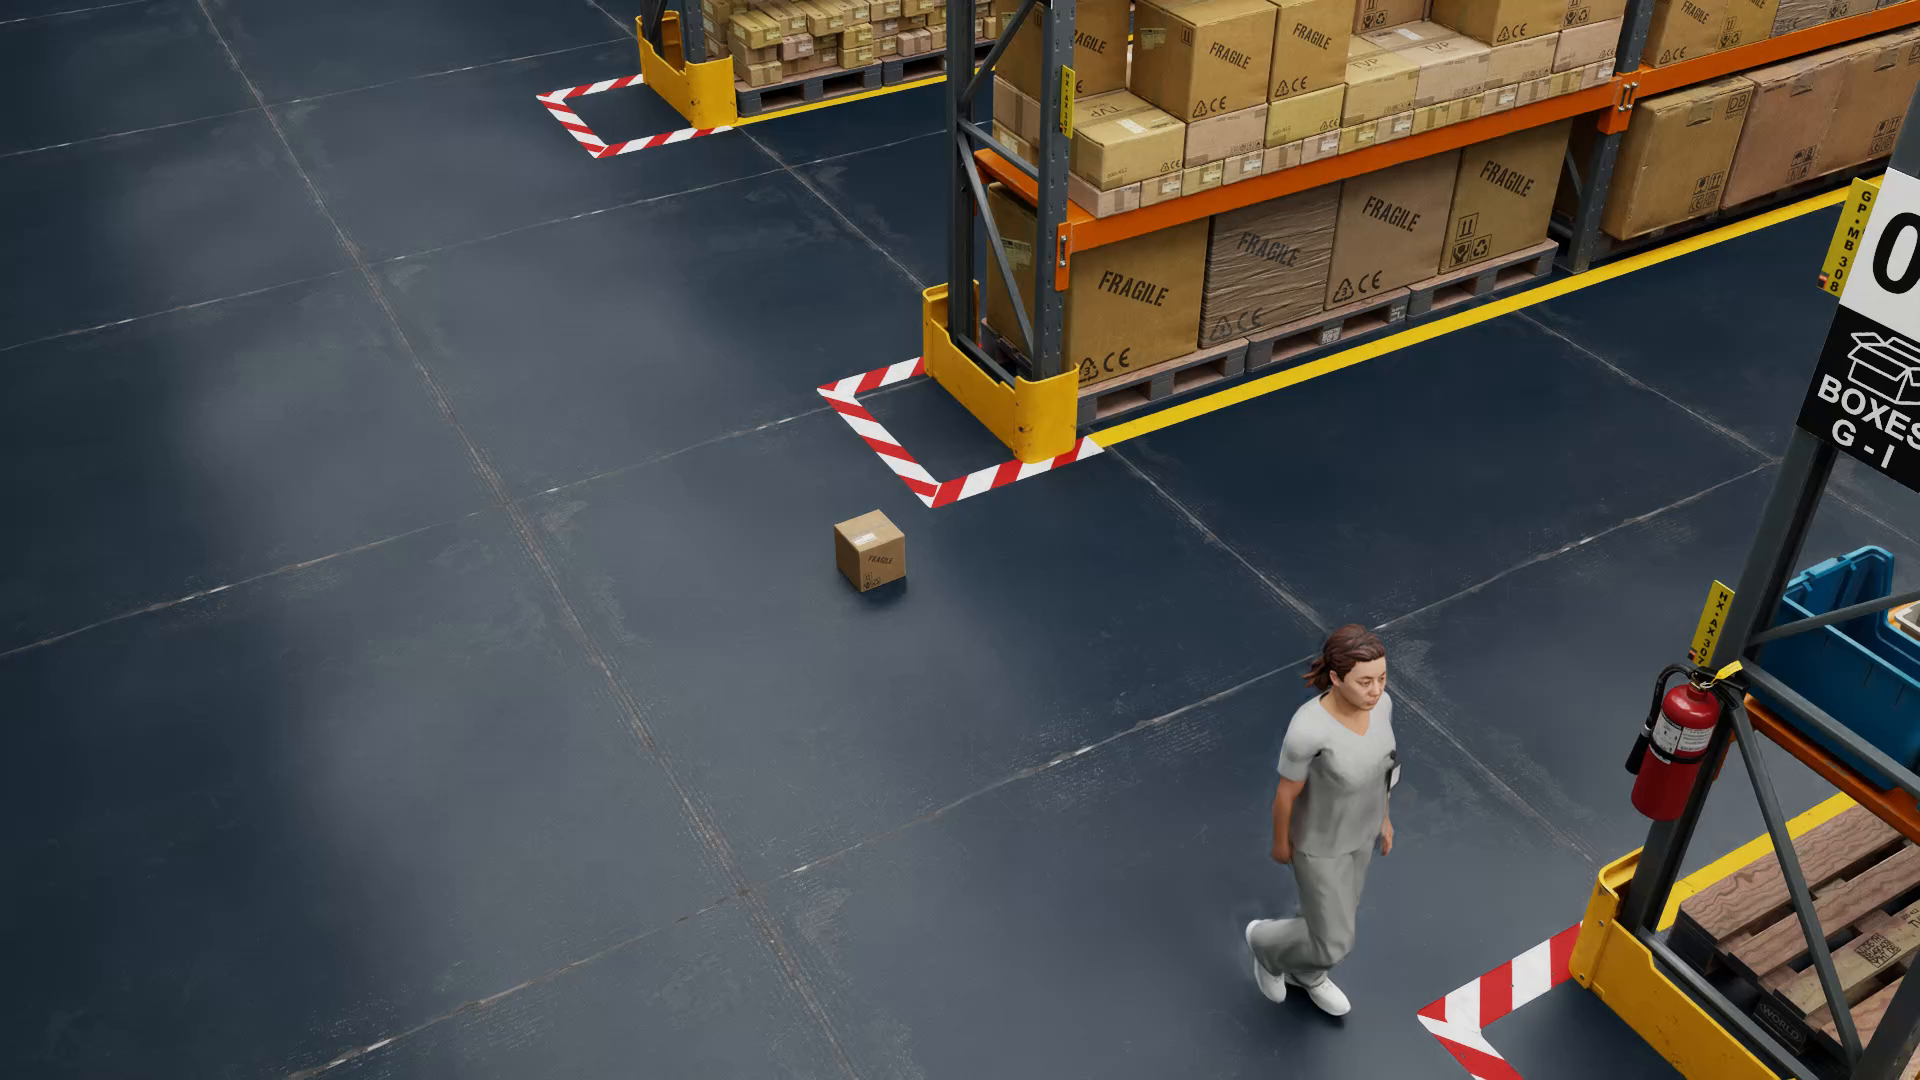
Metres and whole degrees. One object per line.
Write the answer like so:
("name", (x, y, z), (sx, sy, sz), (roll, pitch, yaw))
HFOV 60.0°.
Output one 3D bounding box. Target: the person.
("person", (1.261, 0.989, 5.573), (0.444, 1.665, 0.456), (-24, 43, -28))
